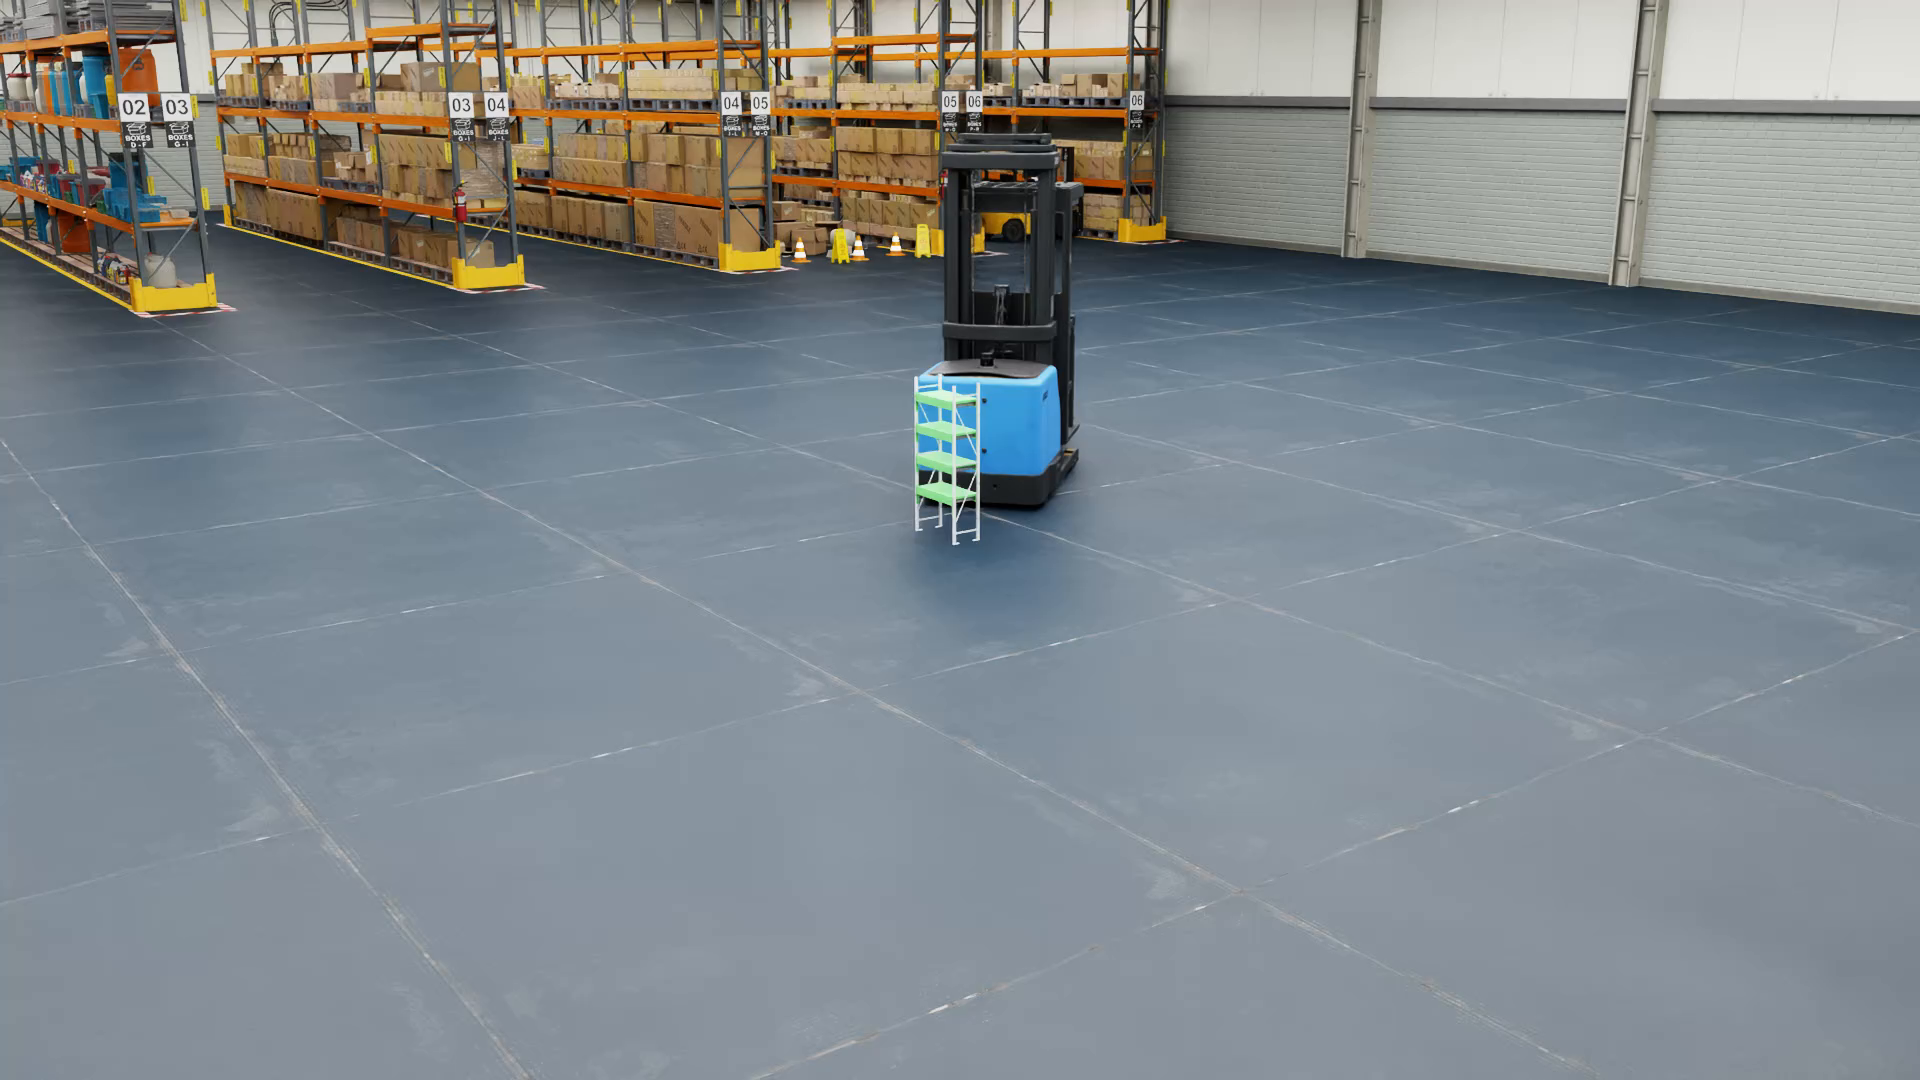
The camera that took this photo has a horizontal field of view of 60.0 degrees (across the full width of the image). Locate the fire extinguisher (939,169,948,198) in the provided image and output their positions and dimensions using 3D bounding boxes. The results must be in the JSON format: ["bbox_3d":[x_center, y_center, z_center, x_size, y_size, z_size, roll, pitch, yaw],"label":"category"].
[{"bbox_3d":[-0.301,-7.187,33.301,0.296,0.674,0.183,-11,19,-35],"label":"fire extinguisher"}]

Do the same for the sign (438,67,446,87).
[{"bbox_3d":[-8.472,-7.574,27.209,0.100,0.325,0.005,-11,19,-35],"label":"sign"}]

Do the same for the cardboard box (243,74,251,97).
[{"bbox_3d":[-15.889,-10.364,37.904,0.700,0.500,0.500,-10,18,-32],"label":"cardboard box"}]

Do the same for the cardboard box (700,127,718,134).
[{"bbox_3d":[-6.102,-9.954,41.178,0.500,0.500,0.500,-11,19,-35],"label":"cardboard box"}]

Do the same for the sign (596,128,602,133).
[{"bbox_3d":[-11.119,-12.666,51.609,0.339,0.242,0.001,-11,19,-35],"label":"sign"}]

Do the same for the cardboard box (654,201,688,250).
[{"bbox_3d":[-5.446,-6.226,32.869,0.875,0.875,0.875,-11,19,-34],"label":"cardboard box"}]

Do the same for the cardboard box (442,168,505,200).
[{"bbox_3d":[-8.313,-6.096,28.413,0.875,0.500,0.500,-11,19,-35],"label":"cardboard box"}]

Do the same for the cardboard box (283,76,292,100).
[{"bbox_3d":[-13.934,-9.623,35.379,0.797,0.503,0.637,-11,19,-35],"label":"cardboard box"}]

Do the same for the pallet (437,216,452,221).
[{"bbox_3d":[-12.854,-8.407,42.893,1.003,0.211,1.213,-11,19,-35],"label":"pallet"}]

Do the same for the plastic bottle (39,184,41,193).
[{"bbox_3d":[-17.780,-6.827,32.214,0.097,0.201,0.097,0,15,0],"label":"plastic bottle"}]

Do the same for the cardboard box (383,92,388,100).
[{"bbox_3d":[-10.210,-8.040,30.115,0.380,0.149,0.250,-12,19,-37],"label":"cardboard box"}]

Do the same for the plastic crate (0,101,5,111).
[{"bbox_3d":[-19.567,-8.964,34.365,0.450,0.188,0.662,-11,19,-35],"label":"plastic crate"}]

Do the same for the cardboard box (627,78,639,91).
[{"bbox_3d":[-6.231,-9.006,32.851,0.500,0.250,0.500,-11,19,-34],"label":"cardboard box"}]

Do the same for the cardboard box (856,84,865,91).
[{"bbox_3d":[-1.969,-9.598,35.245,0.380,0.149,0.250,-11,19,-35],"label":"cardboard box"}]

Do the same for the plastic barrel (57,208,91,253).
[{"bbox_3d":[-17.023,-5.980,32.057,0.600,0.830,0.708,-11,19,-35],"label":"plastic barrel"}]

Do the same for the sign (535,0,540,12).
[{"bbox_3d":[-9.077,-11.535,35.755,0.100,0.325,0.005,-11,19,-35],"label":"sign"}]

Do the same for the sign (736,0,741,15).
[{"bbox_3d":[-5.146,-12.362,38.629,0.100,0.325,0.005,-11,19,-35],"label":"sign"}]

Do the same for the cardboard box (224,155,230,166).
[{"bbox_3d":[-17.355,-9.126,39.957,0.500,0.250,0.500,-11,19,-36],"label":"cardboard box"}]

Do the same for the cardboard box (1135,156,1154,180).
[{"bbox_3d":[3.951,-8.289,36.990,0.500,0.500,0.500,-10,18,-33],"label":"cardboard box"}]

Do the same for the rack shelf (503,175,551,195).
[{"bbox_3d":[-9.820,-8.319,38.652,1.077,0.370,4.000,-11,19,-35],"label":"rack shelf"}]

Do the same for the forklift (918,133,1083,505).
[{"bbox_3d":[0.455,-2.040,14.476,1.130,2.935,3.031,3,16,12],"label":"forklift"}]

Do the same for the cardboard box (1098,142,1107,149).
[{"bbox_3d":[3.290,-8.740,36.844,0.380,0.149,0.250,-10,18,-33],"label":"cardboard box"}]

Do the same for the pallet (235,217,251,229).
[{"bbox_3d":[-16.886,-7.695,40.293,1.003,0.211,1.213,-11,19,-35],"label":"pallet"}]

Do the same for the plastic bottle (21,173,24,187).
[{"bbox_3d":[-19.125,-7.347,33.958,0.061,0.283,0.133,-11,19,-35],"label":"plastic bottle"}]

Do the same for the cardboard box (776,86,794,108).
[{"bbox_3d":[-3.780,-10.204,38.299,0.797,0.503,0.637,-11,19,-35],"label":"cardboard box"}]

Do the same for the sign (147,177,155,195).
[{"bbox_3d":[-13.918,-6.084,28.600,0.100,0.325,0.005,-11,19,-35],"label":"sign"}]

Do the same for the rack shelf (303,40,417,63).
[{"bbox_3d":[-11.540,-9.417,32.058,1.077,0.370,4.000,-11,19,-35],"label":"rack shelf"}]

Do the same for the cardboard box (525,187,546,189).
[{"bbox_3d":[-10.062,-8.220,39.446,0.500,0.250,0.500,-10,18,-32],"label":"cardboard box"}]

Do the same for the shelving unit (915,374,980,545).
[{"bbox_3d":[-0.097,-0.614,12.547,0.258,1.200,0.503,-11,19,-35],"label":"shelving unit"}]

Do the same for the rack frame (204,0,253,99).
[{"bbox_3d":[-17.419,-12.093,39.712,1.000,3.000,0.127,-11,19,-35],"label":"rack frame"}]

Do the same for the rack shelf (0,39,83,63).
[{"bbox_3d":[-17.898,-9.503,32.370,1.077,0.370,4.000,-11,19,-35],"label":"rack shelf"}]

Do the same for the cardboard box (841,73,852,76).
[{"bbox_3d":[-3.144,-12.455,44.863,0.396,0.266,0.258,-11,19,-35],"label":"cardboard box"}]

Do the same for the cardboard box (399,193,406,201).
[{"bbox_3d":[-9.906,-6.207,30.047,0.380,0.149,0.250,-11,19,-35],"label":"cardboard box"}]

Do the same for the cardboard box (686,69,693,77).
[{"bbox_3d":[-4.863,-8.674,30.885,0.380,0.149,0.250,-10,18,-34],"label":"cardboard box"}]

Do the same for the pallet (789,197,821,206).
[{"bbox_3d":[-4.163,-9.717,47.678,1.003,0.211,1.213,-11,19,-35],"label":"pallet"}]

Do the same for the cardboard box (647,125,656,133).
[{"bbox_3d":[-7.844,-10.581,43.470,0.500,0.500,0.500,-11,19,-35],"label":"cardboard box"}]

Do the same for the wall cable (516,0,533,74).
[{"bbox_3d":[-12.976,-14.802,49.610,0.463,3.000,0.029,-11,19,-35],"label":"wall cable"}]

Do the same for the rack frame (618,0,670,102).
[{"bbox_3d":[-6.292,-10.278,33.084,1.000,3.000,0.127,-11,19,-35],"label":"rack frame"}]

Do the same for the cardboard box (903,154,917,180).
[{"bbox_3d":[-0.828,-7.693,34.249,0.500,0.500,0.500,-11,19,-34],"label":"cardboard box"}]

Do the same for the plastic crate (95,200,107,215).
[{"bbox_3d":[-13.800,-5.432,27.142,0.450,0.188,0.662,-11,19,-35],"label":"plastic crate"}]

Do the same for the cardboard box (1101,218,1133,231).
[{"bbox_3d":[3.485,-7.019,36.954,0.500,0.250,0.500,-11,19,-34],"label":"cardboard box"}]

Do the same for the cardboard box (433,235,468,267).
[{"bbox_3d":[-9.097,-5.174,29.738,0.500,0.500,0.500,-9,18,-29],"label":"cardboard box"}]

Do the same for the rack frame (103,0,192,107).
[{"bbox_3d":[-12.018,-7.907,24.420,1.000,3.000,0.127,-11,19,-35],"label":"rack frame"}]

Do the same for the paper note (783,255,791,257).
[{"bbox_3d":[-3.464,-5.687,33.301,0.144,0.017,0.142,-4,16,-15],"label":"paper note"}]

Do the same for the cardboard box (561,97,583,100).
[{"bbox_3d":[-8.765,-9.897,37.184,0.500,0.500,0.500,-11,19,-35],"label":"cardboard box"}]

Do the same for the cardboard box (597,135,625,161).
[{"bbox_3d":[-7.190,-8.238,34.909,0.700,0.500,0.500,-11,19,-34],"label":"cardboard box"}]

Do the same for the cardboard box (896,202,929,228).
[{"bbox_3d":[-0.987,-6.800,34.732,0.500,0.500,0.500,-10,18,-33],"label":"cardboard box"}]

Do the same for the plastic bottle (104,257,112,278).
[{"bbox_3d":[-14.120,-4.525,27.612,0.144,0.351,0.185,-12,19,-37],"label":"plastic bottle"}]

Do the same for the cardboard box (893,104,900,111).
[{"bbox_3d":[-1.162,-8.957,34.413,0.380,0.149,0.250,-11,19,-36],"label":"cardboard box"}]

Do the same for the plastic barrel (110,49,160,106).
[{"bbox_3d":[-12.407,-6.954,25.011,0.600,0.830,0.708,-11,19,-35],"label":"plastic barrel"}]

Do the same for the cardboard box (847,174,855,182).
[{"bbox_3d":[-2.231,-7.891,36.200,0.380,0.149,0.250,-10,18,-33],"label":"cardboard box"}]

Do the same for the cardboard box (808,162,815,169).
[{"bbox_3d":[-3.195,-8.432,37.381,0.380,0.149,0.250,-11,19,-35],"label":"cardboard box"}]

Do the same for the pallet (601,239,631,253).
[{"bbox_3d":[-6.807,-6.193,34.803,1.003,0.211,1.213,-11,19,-35],"label":"pallet"}]

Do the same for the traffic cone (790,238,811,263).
[{"bbox_3d":[-3.104,-5.641,32.309,0.336,0.463,0.334,-11,19,-35],"label":"traffic cone"}]

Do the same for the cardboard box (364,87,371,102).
[{"bbox_3d":[-10.997,-8.406,31.385,0.396,0.266,0.258,-10,18,-33],"label":"cardboard box"}]

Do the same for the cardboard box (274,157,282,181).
[{"bbox_3d":[-14.703,-8.149,36.478,0.500,0.500,0.500,-11,19,-34],"label":"cardboard box"}]

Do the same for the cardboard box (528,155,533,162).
[{"bbox_3d":[-9.461,-8.555,37.269,0.380,0.149,0.250,-10,18,-32],"label":"cardboard box"}]

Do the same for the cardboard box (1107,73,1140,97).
[{"bbox_3d":[3.560,-9.894,36.188,0.500,0.500,0.500,-10,18,-33],"label":"cardboard box"}]
